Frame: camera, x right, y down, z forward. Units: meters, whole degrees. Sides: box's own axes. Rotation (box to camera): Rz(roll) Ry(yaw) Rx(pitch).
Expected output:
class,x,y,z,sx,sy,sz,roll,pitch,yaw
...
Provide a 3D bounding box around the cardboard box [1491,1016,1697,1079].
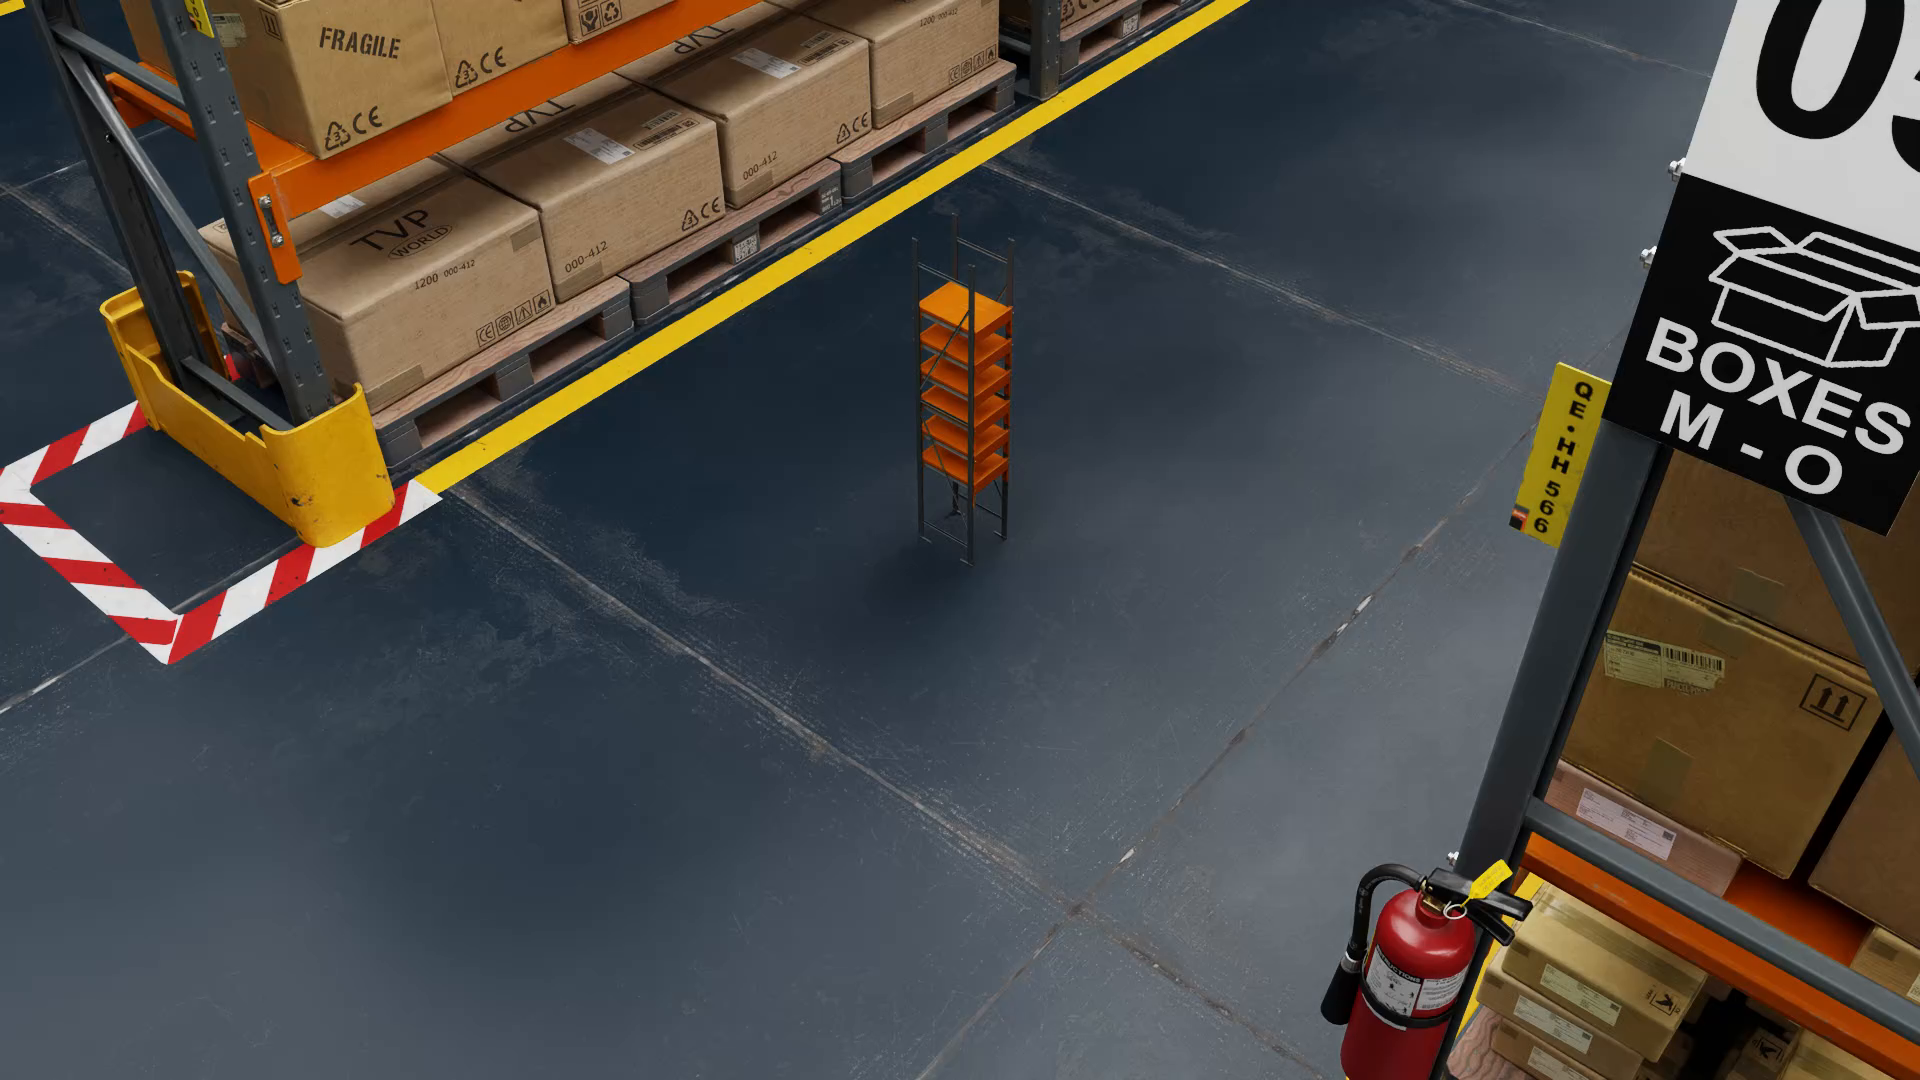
class,x,y,z,sx,sy,sz,roll,pitch,yaw
cardboard box,1.519,1.211,3.995,0.380,0.149,0.250,30,50,29

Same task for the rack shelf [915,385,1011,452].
class,x,y,z,sx,sy,sz,roll,pitch,yaw
rack shelf,0.009,-0.419,5.384,0.258,0.103,0.180,29,50,28

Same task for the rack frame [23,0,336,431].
class,x,y,z,sx,sy,sz,roll,pitch,yaw
rack frame,-2.514,-1.418,5.080,1.000,3.000,0.127,29,50,28

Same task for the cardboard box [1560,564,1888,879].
class,x,y,z,sx,sy,sz,roll,pitch,yaw
cardboard box,1.432,0.183,3.023,0.500,0.500,0.500,31,50,29

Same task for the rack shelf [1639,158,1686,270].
class,x,y,z,sx,sy,sz,roll,pitch,yaw
rack shelf,2.627,-1.200,3.145,1.077,0.370,4.000,29,50,28

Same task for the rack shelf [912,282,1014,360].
class,x,y,z,sx,sy,sz,roll,pitch,yaw
rack shelf,0.009,-0.685,5.142,0.258,0.103,0.180,29,50,28

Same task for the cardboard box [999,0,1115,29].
class,x,y,z,sx,sy,sz,roll,pitch,yaw
cardboard box,0.398,-3.201,8.308,0.875,0.875,0.875,31,51,30

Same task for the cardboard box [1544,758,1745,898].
class,x,y,z,sx,sy,sz,roll,pitch,yaw
cardboard box,1.333,0.476,3.184,0.380,0.149,0.250,30,50,28

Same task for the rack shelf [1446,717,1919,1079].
class,x,y,z,sx,sy,sz,roll,pitch,yaw
rack shelf,2.627,-0.090,4.154,1.077,0.370,4.000,29,50,28

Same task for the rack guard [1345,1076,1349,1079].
class,x,y,z,sx,sy,sz,roll,pitch,yaw
rack guard,1.388,1.559,3.664,1.175,0.500,0.348,29,50,28

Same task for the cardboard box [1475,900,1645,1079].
class,x,y,z,sx,sy,sz,roll,pitch,yaw
cardboard box,1.461,1.067,3.932,0.380,0.149,0.250,28,49,27

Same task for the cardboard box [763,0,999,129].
class,x,y,z,sx,sy,sz,roll,pitch,yaw
cardboard box,-0.426,-2.408,7.761,0.875,0.438,0.875,29,50,28

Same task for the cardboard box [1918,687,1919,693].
class,x,y,z,sx,sy,sz,roll,pitch,yaw
cardboard box,1.831,0.040,2.438,0.500,0.500,0.500,29,50,28

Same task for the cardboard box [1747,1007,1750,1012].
class,x,y,z,sx,sy,sz,roll,pitch,yaw
cardboard box,2.182,1.140,4.073,0.380,0.149,0.250,30,50,29

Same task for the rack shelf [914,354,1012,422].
class,x,y,z,sx,sy,sz,roll,pitch,yaw
rack shelf,0.009,-0.507,5.304,0.258,0.103,0.180,29,50,28

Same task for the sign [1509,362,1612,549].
class,x,y,z,sx,sy,sz,roll,pitch,yaw
sign,0.927,-0.123,2.560,0.100,0.325,0.005,29,50,28

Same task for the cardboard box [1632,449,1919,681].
class,x,y,z,sx,sy,sz,roll,pitch,yaw
cardboard box,1.443,-0.187,2.687,0.500,0.500,0.500,28,49,28

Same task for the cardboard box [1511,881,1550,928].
class,x,y,z,sx,sy,sz,roll,pitch,yaw
cardboard box,1.606,1.035,4.189,0.380,0.149,0.250,31,51,30

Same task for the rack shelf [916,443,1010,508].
class,x,y,z,sx,sy,sz,roll,pitch,yaw
rack shelf,0.009,-0.241,5.546,0.258,0.103,0.180,29,50,28

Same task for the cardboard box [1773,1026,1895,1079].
class,x,y,z,sx,sy,sz,roll,pitch,yaw
cardboard box,1.937,1.230,3.532,0.380,0.149,0.250,27,49,27

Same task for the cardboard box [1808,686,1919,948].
class,x,y,z,sx,sy,sz,roll,pitch,yaw
cardboard box,1.840,0.415,2.769,0.500,0.500,0.500,32,51,30

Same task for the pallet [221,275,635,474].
class,x,y,z,sx,sy,sz,roll,pitch,yaw
pallet,-2.060,-0.832,6.508,1.003,0.211,1.213,29,50,28

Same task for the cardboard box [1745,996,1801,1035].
class,x,y,z,sx,sy,sz,roll,pitch,yaw
cardboard box,2.022,1.036,3.746,0.380,0.149,0.250,30,50,29

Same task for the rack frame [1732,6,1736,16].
class,x,y,z,sx,sy,sz,roll,pitch,yaw
rack frame,1.339,-1.546,0.762,1.000,3.000,0.127,29,50,28

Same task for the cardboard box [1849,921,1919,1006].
class,x,y,z,sx,sy,sz,roll,pitch,yaw
cardboard box,1.799,0.741,2.892,0.380,0.149,0.250,29,50,28

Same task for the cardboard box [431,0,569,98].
class,x,y,z,sx,sy,sz,roll,pitch,yaw
cardboard box,-1.681,-1.850,5.481,0.500,0.500,0.500,29,50,28

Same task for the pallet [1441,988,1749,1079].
class,x,y,z,sx,sy,sz,roll,pitch,yaw
pallet,1.938,1.263,4.204,1.003,0.211,1.213,29,50,28

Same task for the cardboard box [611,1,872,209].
class,x,y,z,sx,sy,sz,roll,pitch,yaw
cardboard box,-1.002,-1.947,7.254,0.875,0.438,0.875,28,49,27

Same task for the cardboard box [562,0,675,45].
class,x,y,z,sx,sy,sz,roll,pitch,yaw
cardboard box,-1.340,-2.104,5.760,0.500,0.500,0.500,29,50,28

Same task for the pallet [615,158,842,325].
class,x,y,z,sx,sy,sz,roll,pitch,yaw
pallet,-1.274,-1.457,7.196,1.003,0.211,1.213,29,50,28

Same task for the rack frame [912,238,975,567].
class,x,y,z,sx,sy,sz,roll,pitch,yaw
rack frame,-0.050,-0.404,5.303,0.240,1.200,0.006,29,50,28

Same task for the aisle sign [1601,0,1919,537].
class,x,y,z,sx,sy,sz,roll,pitch,yaw
aisle sign,1.063,-0.381,2.007,0.394,0.787,0.004,29,50,28

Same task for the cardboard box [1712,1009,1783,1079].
class,x,y,z,sx,sy,sz,roll,pitch,yaw
cardboard box,2.027,1.271,3.929,0.380,0.149,0.250,29,50,28

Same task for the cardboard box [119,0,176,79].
class,x,y,z,sx,sy,sz,roll,pitch,yaw
cardboard box,-2.407,-1.818,5.445,0.500,0.500,0.500,30,50,29

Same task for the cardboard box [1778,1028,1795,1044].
class,x,y,z,sx,sy,sz,roll,pitch,yaw
cardboard box,2.092,1.187,3.800,0.380,0.149,0.250,29,50,28

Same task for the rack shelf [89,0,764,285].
class,x,y,z,sx,sy,sz,roll,pitch,yaw
rack shelf,-1.227,-2.182,6.454,1.077,0.370,4.000,29,50,28

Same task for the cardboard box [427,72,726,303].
class,x,y,z,sx,sy,sz,roll,pitch,yaw
cardboard box,-1.584,-1.483,6.744,0.875,0.438,0.875,31,51,29

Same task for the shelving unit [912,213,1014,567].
class,x,y,z,sx,sy,sz,roll,pitch,yaw
shelving unit,0.009,-0.451,5.355,0.258,1.200,0.189,29,50,28

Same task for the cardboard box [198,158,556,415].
class,x,y,z,sx,sy,sz,roll,pitch,yaw
cardboard box,-2.166,-1.008,6.222,0.875,0.438,0.875,28,49,27

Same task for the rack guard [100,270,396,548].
class,x,y,z,sx,sy,sz,roll,pitch,yaw
rack guard,-2.530,-0.481,5.907,1.175,0.500,0.348,29,50,28

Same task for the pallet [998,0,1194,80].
class,x,y,z,sx,sy,sz,roll,pitch,yaw
pallet,0.499,-2.876,8.756,1.003,0.211,1.213,29,50,28

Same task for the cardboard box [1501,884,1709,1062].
class,x,y,z,sx,sy,sz,roll,pitch,yaw
cardboard box,1.486,0.970,3.818,0.380,0.149,0.250,30,50,29

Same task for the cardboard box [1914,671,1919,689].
class,x,y,z,sx,sy,sz,roll,pitch,yaw
cardboard box,2.165,0.128,3.084,0.500,0.500,0.500,30,50,29

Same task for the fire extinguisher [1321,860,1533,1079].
class,x,y,z,sx,sy,sz,roll,pitch,yaw
fire extinguisher,0.824,0.770,3.008,0.296,0.674,0.183,29,50,28

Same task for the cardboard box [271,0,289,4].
class,x,y,z,sx,sy,sz,roll,pitch,yaw
cardboard box,-1.987,-1.949,4.846,0.500,0.500,0.500,28,49,28

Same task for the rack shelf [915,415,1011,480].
class,x,y,z,sx,sy,sz,roll,pitch,yaw
rack shelf,0.009,-0.330,5.465,0.258,0.103,0.180,29,50,28

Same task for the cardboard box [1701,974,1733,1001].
class,x,y,z,sx,sy,sz,roll,pitch,yaw
cardboard box,1.692,0.866,3.933,0.380,0.149,0.250,30,50,29

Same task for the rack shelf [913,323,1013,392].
class,x,y,z,sx,sy,sz,roll,pitch,yaw
rack shelf,0.009,-0.596,5.223,0.258,0.103,0.180,29,50,28

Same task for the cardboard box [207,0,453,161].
class,x,y,z,sx,sy,sz,roll,pitch,yaw
cardboard box,-1.986,-1.578,5.181,0.500,0.500,0.500,29,50,28

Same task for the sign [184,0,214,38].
class,x,y,z,sx,sy,sz,roll,pitch,yaw
sign,-2.093,-1.524,4.494,0.100,0.325,0.005,29,50,28

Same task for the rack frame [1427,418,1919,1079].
class,x,y,z,sx,sy,sz,roll,pitch,yaw
rack frame,1.339,0.673,2.780,1.000,3.000,0.127,29,50,28

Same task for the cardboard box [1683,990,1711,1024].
class,x,y,z,sx,sy,sz,roll,pitch,yaw
cardboard box,1.670,0.956,4.055,0.380,0.149,0.250,28,49,28

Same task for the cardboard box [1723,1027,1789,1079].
class,x,y,z,sx,sy,sz,roll,pitch,yaw
cardboard box,1.873,1.304,3.672,0.380,0.149,0.250,32,51,30

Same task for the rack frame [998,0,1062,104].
class,x,y,z,sx,sy,sz,roll,pitch,yaw
rack frame,0.060,-3.477,7.345,1.000,3.000,0.127,29,50,28

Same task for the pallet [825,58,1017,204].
class,x,y,z,sx,sy,sz,roll,pitch,yaw
pallet,-0.489,-2.088,7.890,1.003,0.211,1.213,29,50,28

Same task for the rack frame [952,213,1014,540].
class,x,y,z,sx,sy,sz,roll,pitch,yaw
rack frame,0.068,-0.498,5.406,0.240,1.200,0.006,29,50,28
